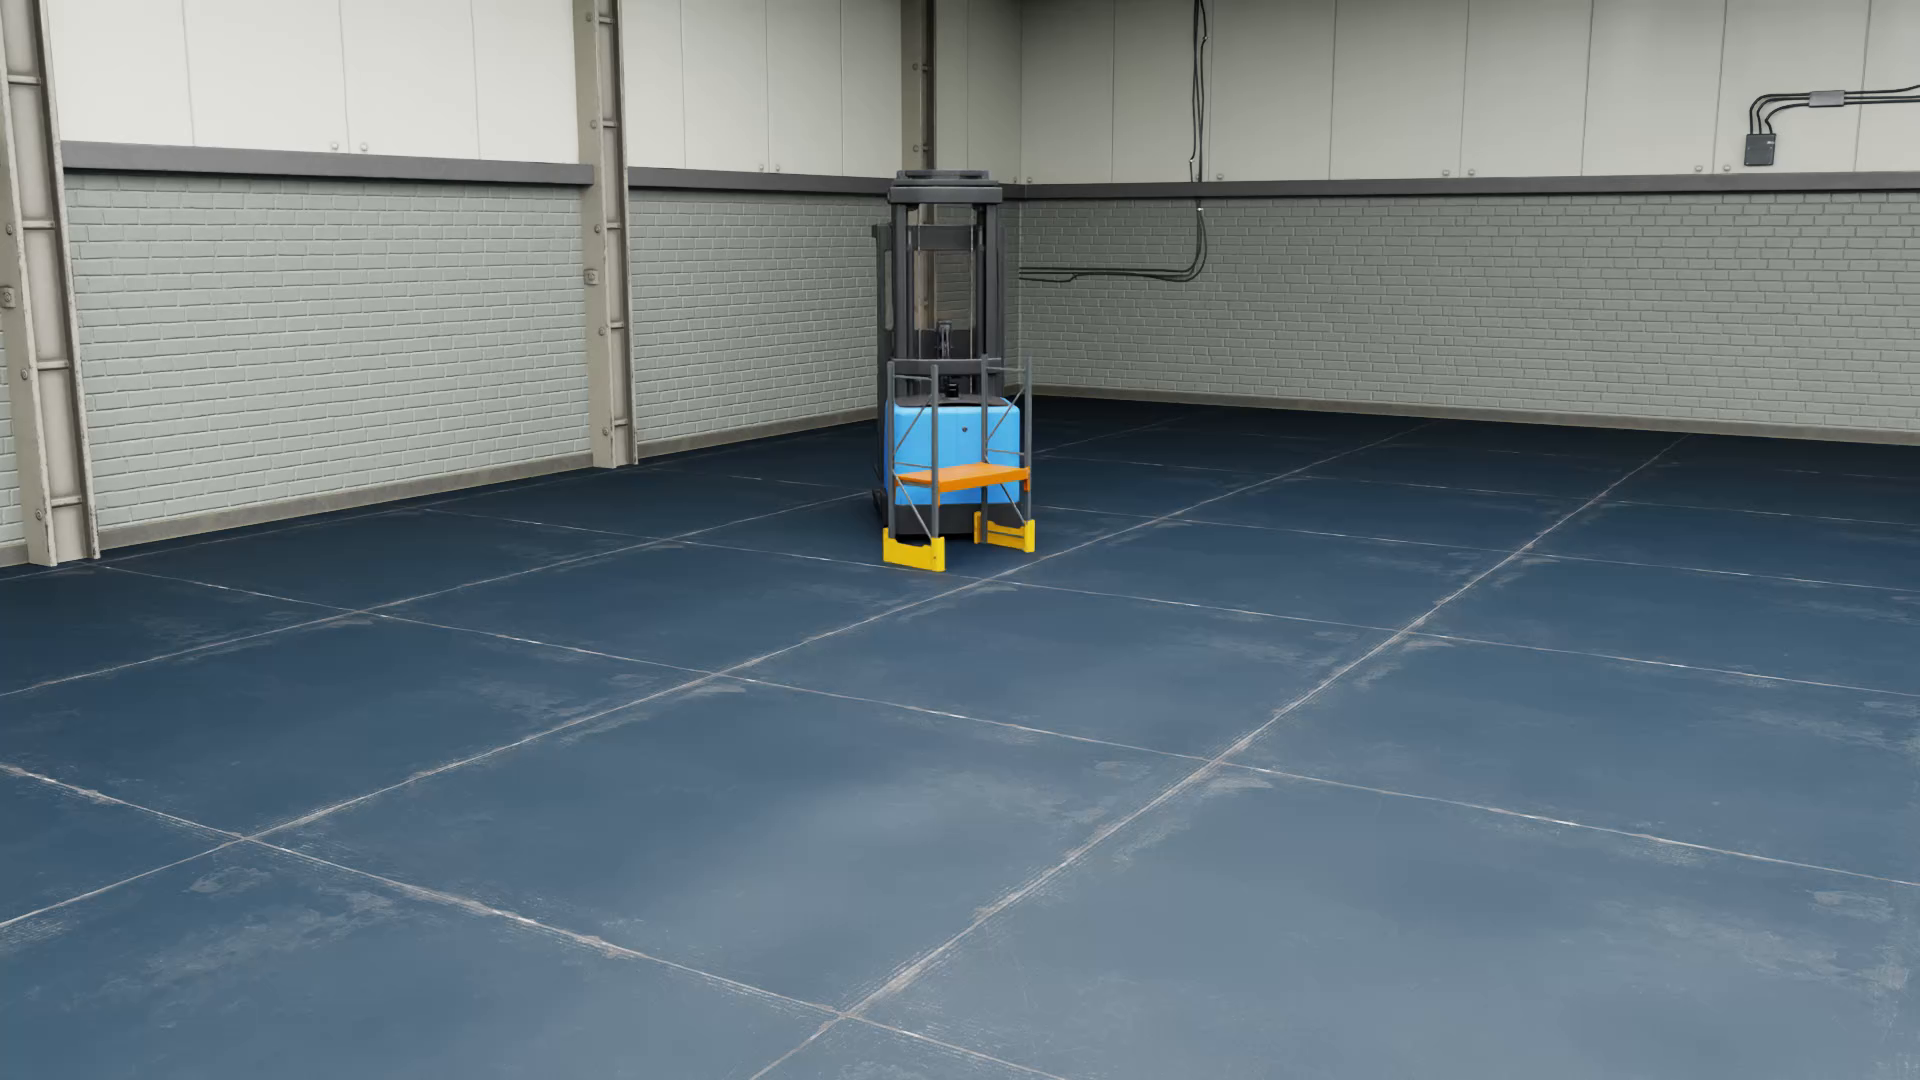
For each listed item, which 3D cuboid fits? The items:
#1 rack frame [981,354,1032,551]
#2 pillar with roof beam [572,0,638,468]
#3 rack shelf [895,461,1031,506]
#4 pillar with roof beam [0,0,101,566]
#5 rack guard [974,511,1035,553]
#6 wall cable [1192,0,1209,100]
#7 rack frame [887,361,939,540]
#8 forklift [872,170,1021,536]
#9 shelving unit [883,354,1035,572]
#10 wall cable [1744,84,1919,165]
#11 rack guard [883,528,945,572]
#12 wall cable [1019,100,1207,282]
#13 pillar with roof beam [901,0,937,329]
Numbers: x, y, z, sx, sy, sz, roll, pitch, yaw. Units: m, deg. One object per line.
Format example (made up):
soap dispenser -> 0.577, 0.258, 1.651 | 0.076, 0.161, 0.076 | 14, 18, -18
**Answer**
rack frame -> 0.357, -0.680, 12.924 | 0.500, 1.500, 0.032 | 10, 15, 43
pillar with roof beam -> 0.024, -4.806, 14.583 | 9.100, 9.000, 0.400 | 6, 12, 31
rack shelf -> 0.005, -0.435, 12.596 | 0.538, 0.185, 1.000 | 10, 15, 43
pillar with roof beam -> -3.091, -3.862, 9.543 | 9.100, 9.000, 0.400 | 6, 12, 31
rack guard -> 0.344, -0.063, 13.025 | 0.587, 0.250, 0.087 | 10, 15, 43
wall cable -> 4.432, -7.195, 22.061 | 3.097, 2.526, 0.112 | 6, 12, 31
rack frame -> -0.346, -0.545, 12.203 | 0.500, 1.500, 0.032 | 10, 15, 43
forklift -> -0.191, -1.697, 14.468 | 1.130, 2.935, 3.031 | -1, 11, -6
shelving unit -> -0.001, -0.611, 12.557 | 0.587, 1.500, 1.083 | 10, 15, 43
wall cable -> 10.225, -7.260, 18.449 | 2.305, 6.003, 0.169 | 6, 12, 31
rack guard -> -0.345, 0.069, 12.318 | 0.587, 0.250, 0.087 | 10, 15, 43
wall cable -> 2.120, -4.971, 23.906 | 3.097, 2.526, 0.112 | 6, 12, 31
pillar with roof beam -> 3.139, -5.749, 19.623 | 9.100, 9.000, 0.400 | 6, 12, 31
